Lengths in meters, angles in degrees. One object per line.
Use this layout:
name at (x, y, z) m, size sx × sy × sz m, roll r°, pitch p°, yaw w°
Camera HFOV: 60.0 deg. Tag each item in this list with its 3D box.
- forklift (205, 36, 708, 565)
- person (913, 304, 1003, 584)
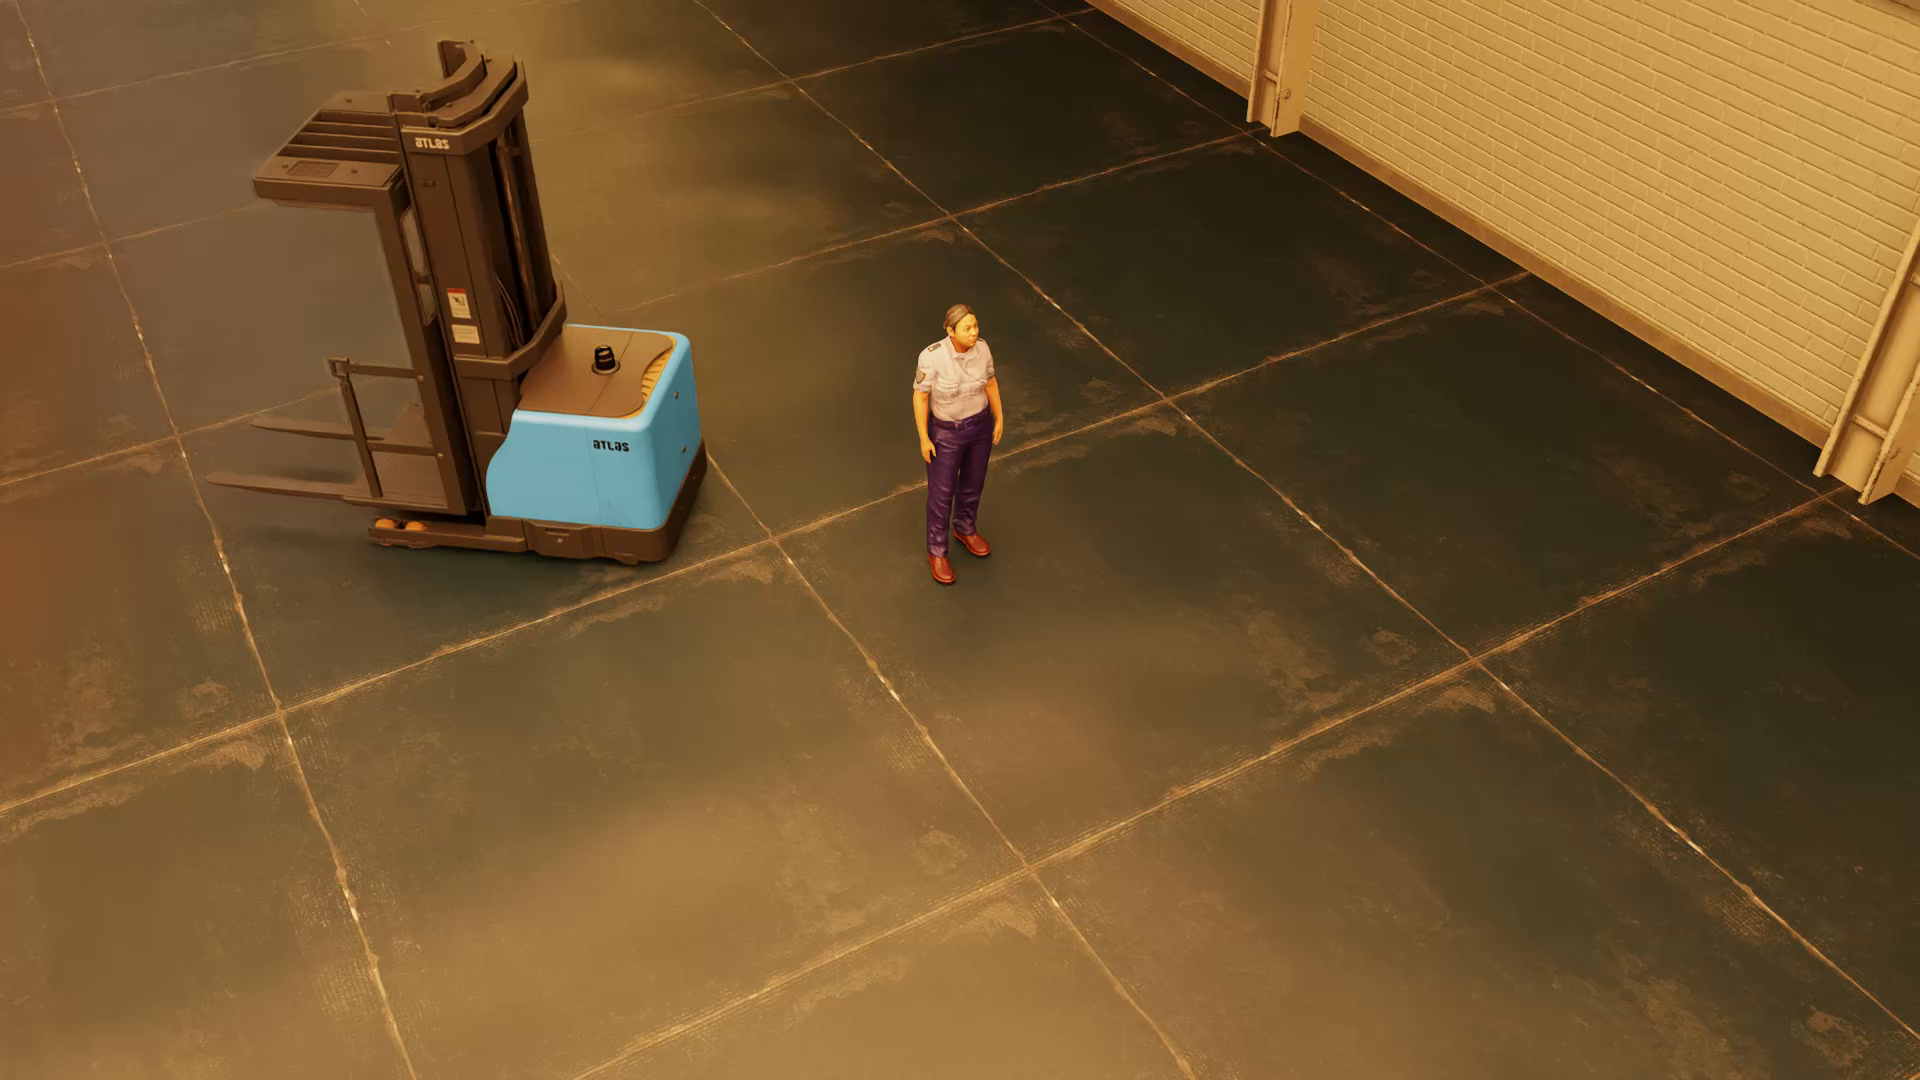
forklift at (-3.198, -1.402, 9.727) m, size 3.031 × 2.935 × 1.130 m, roll 5°, pitch 40°, yaw 6°
person at (0.026, -0.582, 9.733) m, size 0.598 × 1.651 × 0.502 m, roll -20°, pitch 44°, yaw -23°
